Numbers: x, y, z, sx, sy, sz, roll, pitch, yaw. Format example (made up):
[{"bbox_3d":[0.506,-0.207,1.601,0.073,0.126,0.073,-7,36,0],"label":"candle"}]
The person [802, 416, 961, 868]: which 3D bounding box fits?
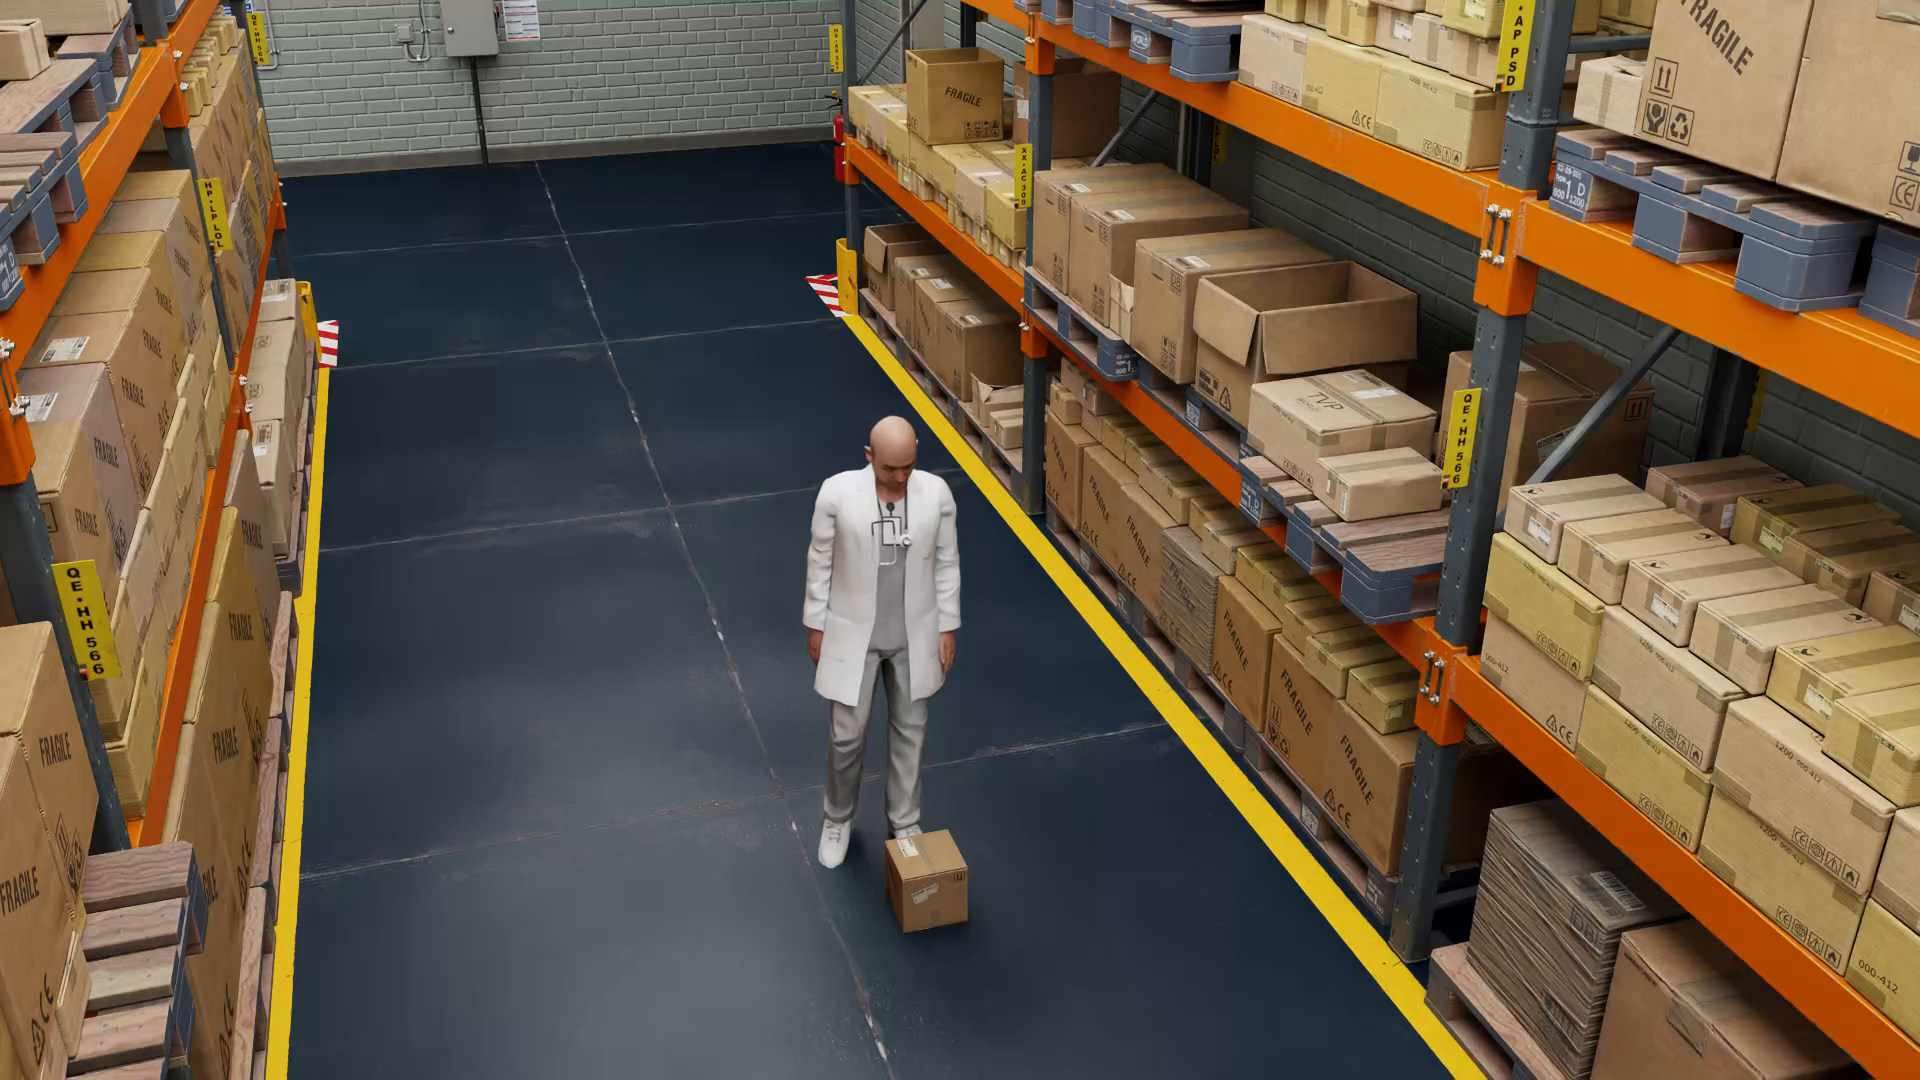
[{"bbox_3d":[-0.270,0.420,6.279,0.612,1.828,0.497,-6,27,-13],"label":"person"}]
